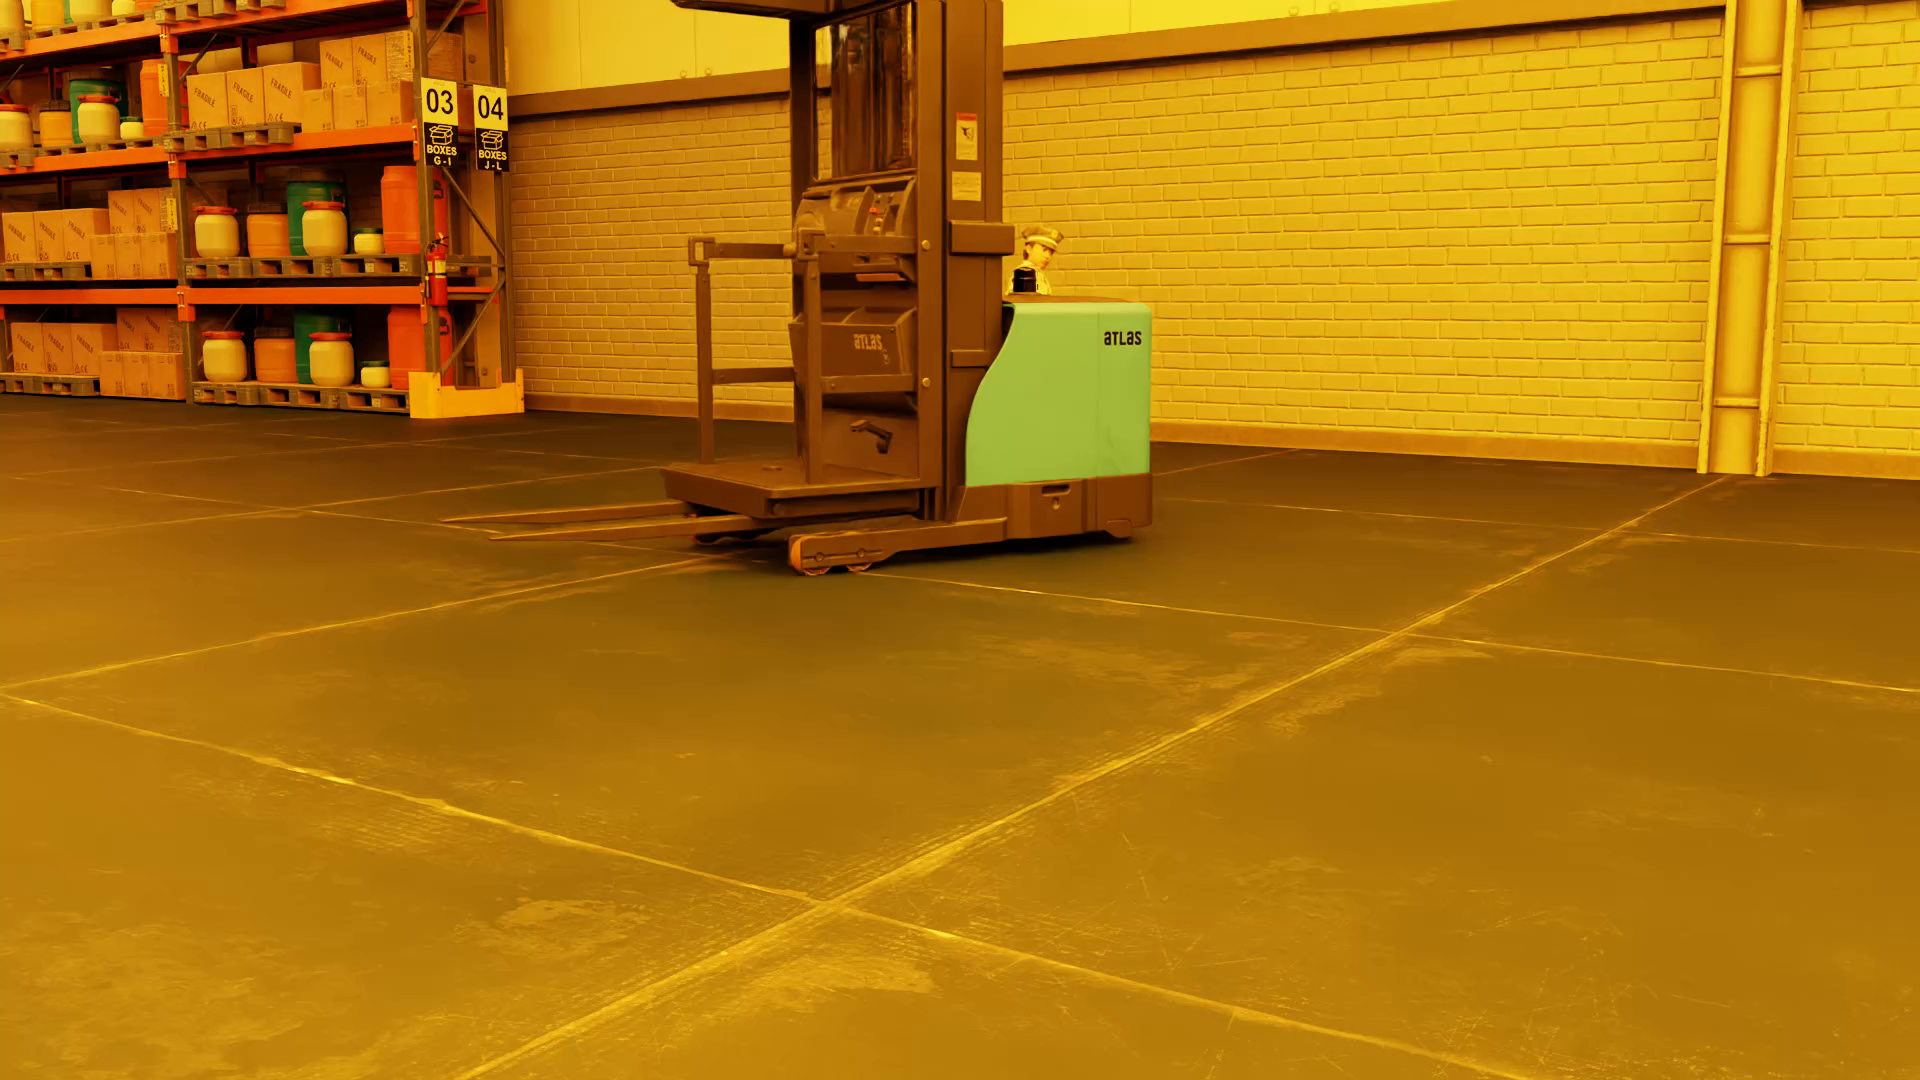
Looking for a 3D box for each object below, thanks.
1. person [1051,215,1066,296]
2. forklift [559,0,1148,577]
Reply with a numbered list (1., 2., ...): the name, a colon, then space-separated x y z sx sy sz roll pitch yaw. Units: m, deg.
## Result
1. person: 0.513 -1.244 10.597 0.476 1.639 0.697 -1 8 -4
2. forklift: -0.333 -1.379 6.889 1.130 2.935 3.031 5 10 33
